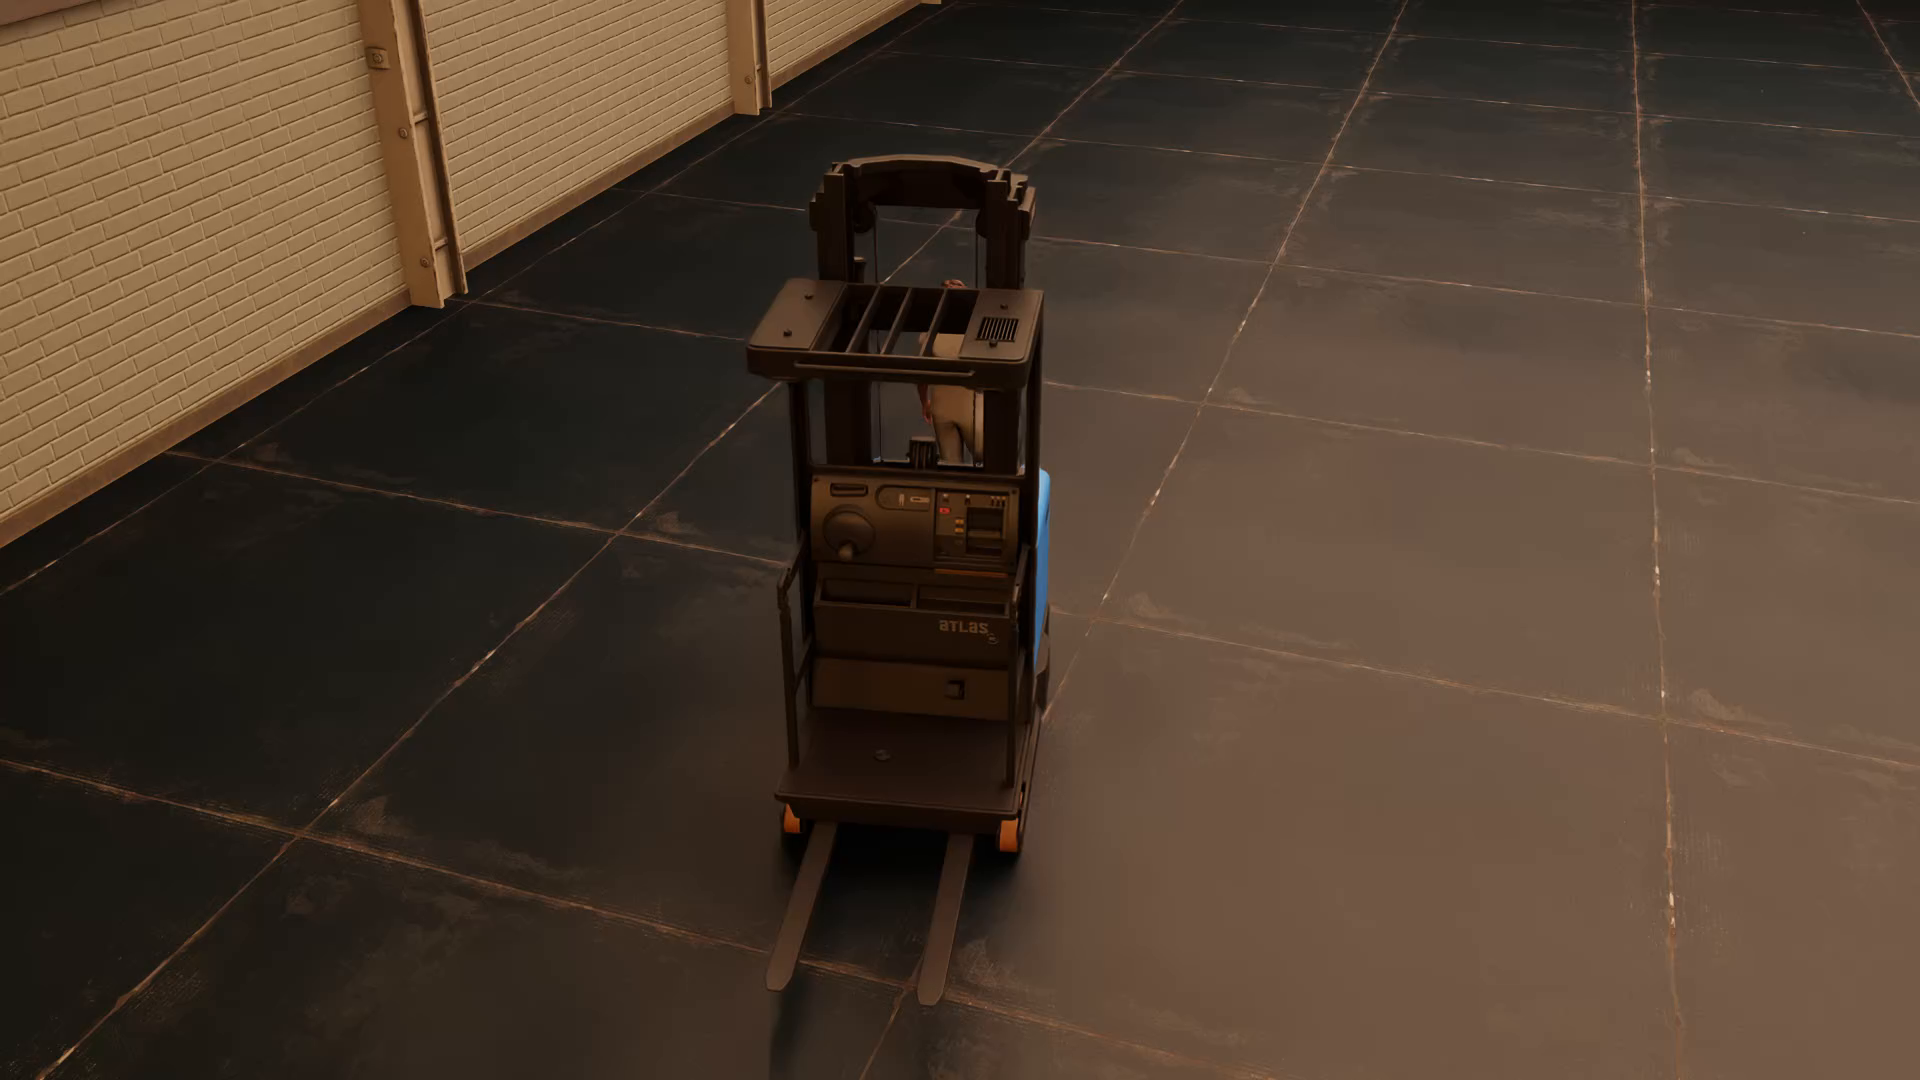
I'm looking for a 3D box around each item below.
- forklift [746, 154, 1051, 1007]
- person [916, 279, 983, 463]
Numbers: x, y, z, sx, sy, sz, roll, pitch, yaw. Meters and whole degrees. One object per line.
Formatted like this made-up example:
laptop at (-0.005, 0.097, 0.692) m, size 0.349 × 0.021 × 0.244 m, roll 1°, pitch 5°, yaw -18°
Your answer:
forklift at (-0.229, -0.031, 7.190) m, size 1.130 × 2.935 × 3.031 m, roll 4°, pitch 30°, yaw 7°
person at (0.037, -0.767, 9.735) m, size 0.550 × 1.673 × 0.548 m, roll 10°, pitch 31°, yaw 16°
